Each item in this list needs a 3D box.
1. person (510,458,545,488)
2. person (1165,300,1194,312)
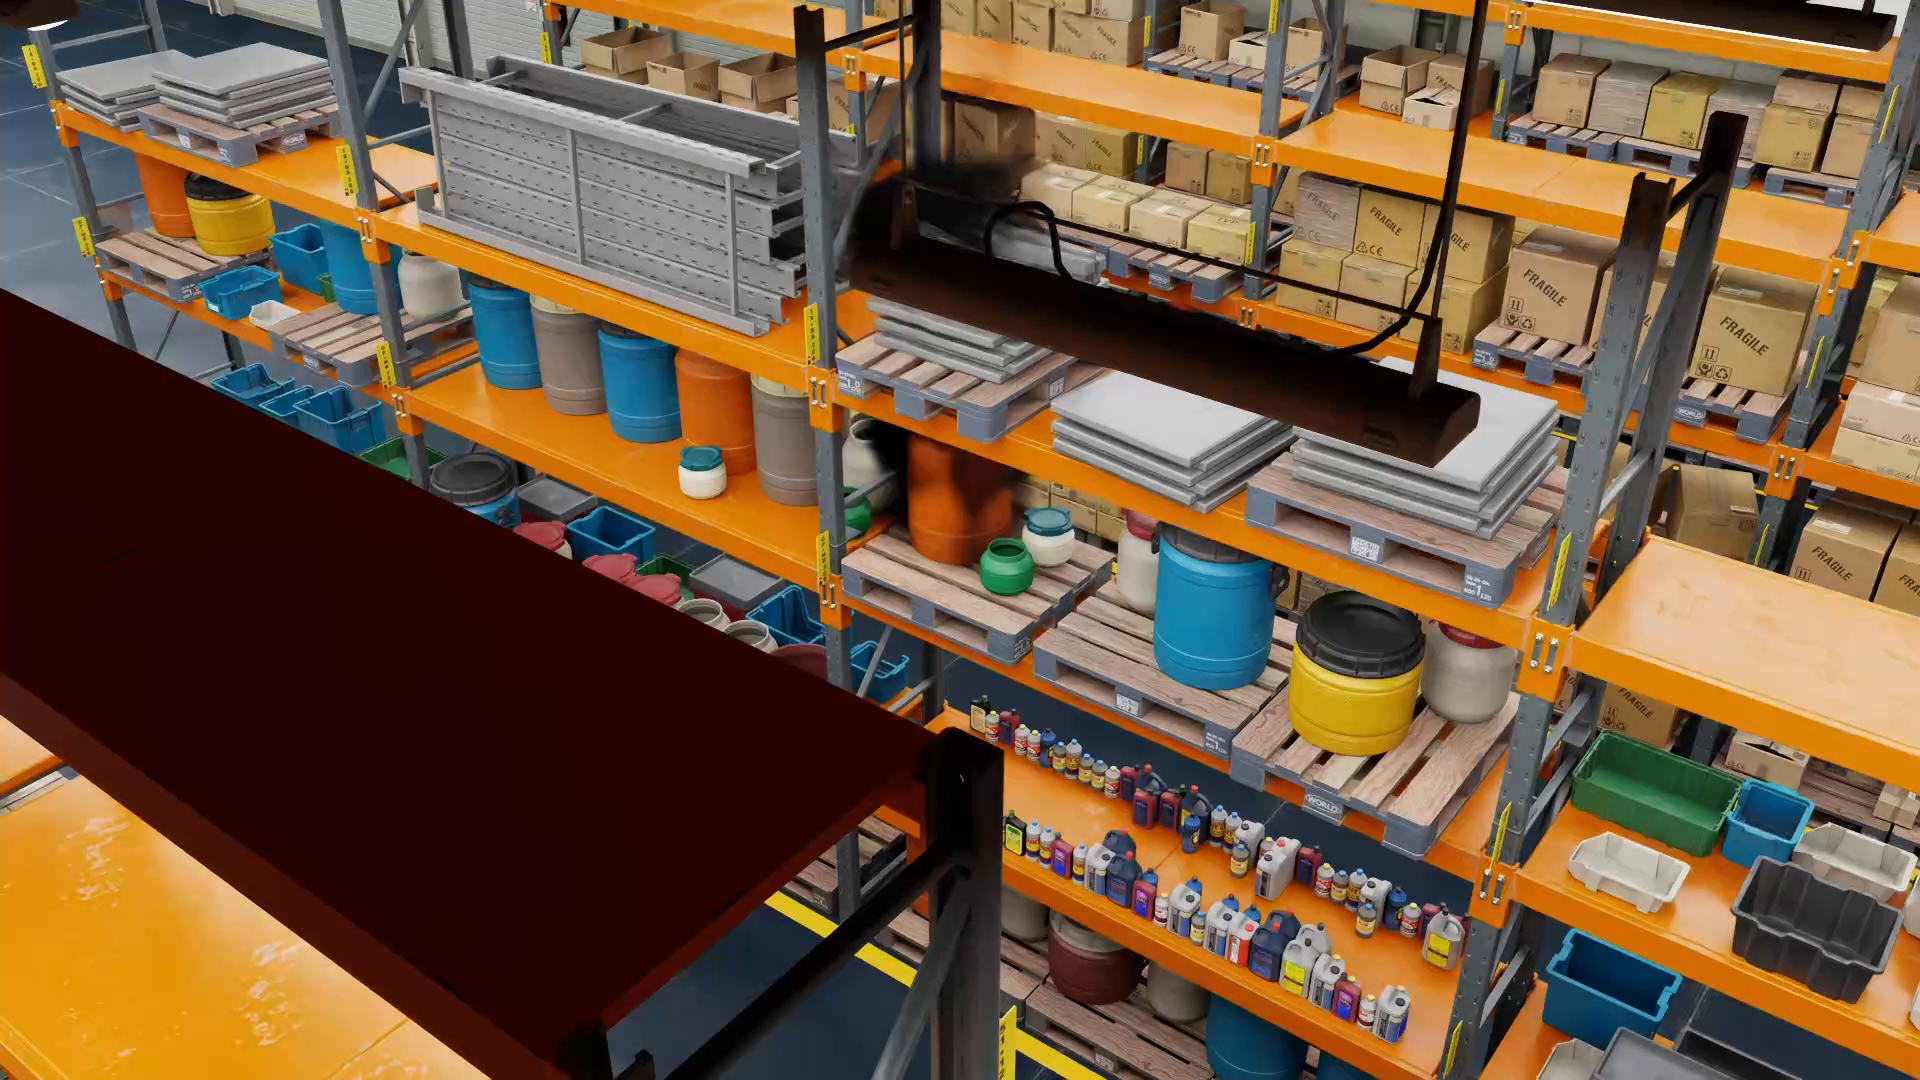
[{"bbox_3d":[-3.729,-0.585,14.636,0.898,1.683,0.560,16,35,24],"label":"person"},{"bbox_3d":[2.103,-1.775,16.532,0.763,1.784,0.642,20,36,29],"label":"person"}]
